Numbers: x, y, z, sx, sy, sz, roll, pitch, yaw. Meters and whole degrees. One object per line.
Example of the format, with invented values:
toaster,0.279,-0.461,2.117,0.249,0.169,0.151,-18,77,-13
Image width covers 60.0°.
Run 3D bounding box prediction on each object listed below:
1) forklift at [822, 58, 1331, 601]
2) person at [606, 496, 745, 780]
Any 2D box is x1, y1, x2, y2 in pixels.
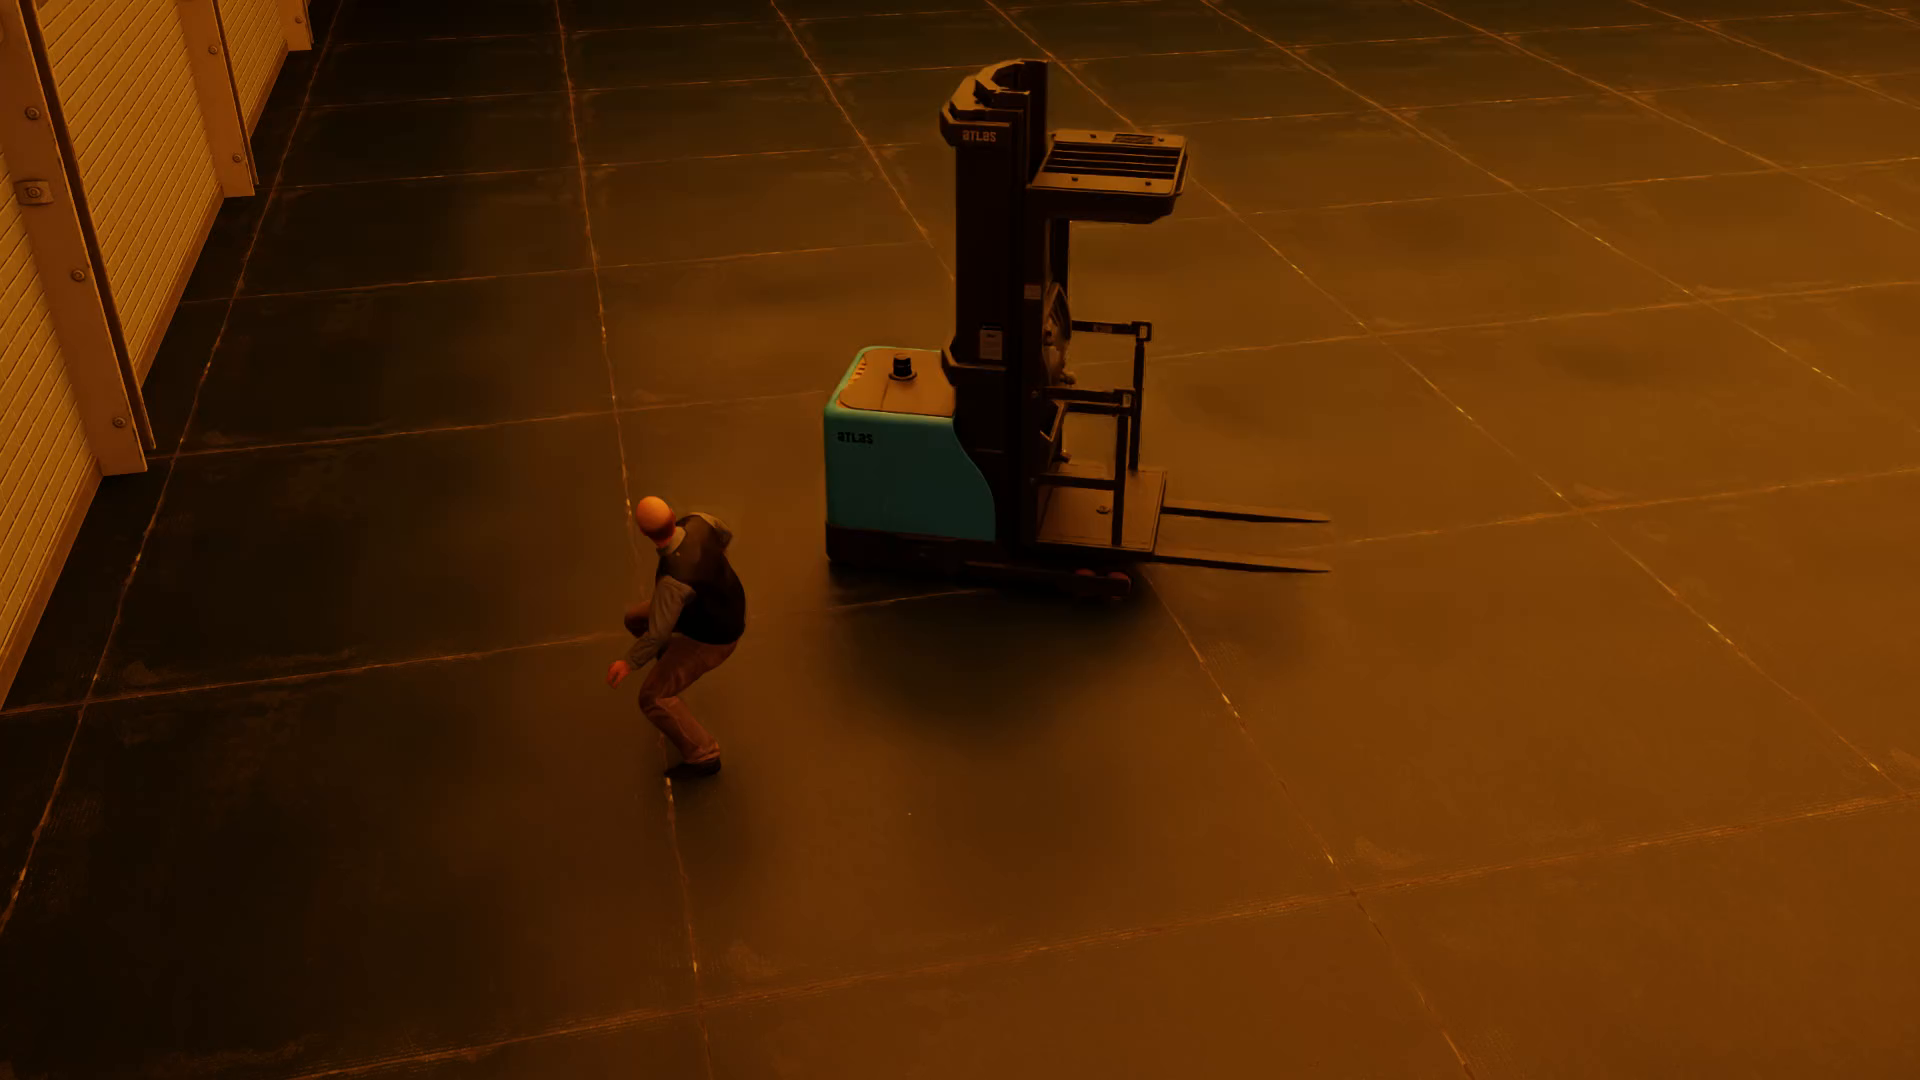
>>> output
forklift,0.747,-1.199,9.646,3.031,2.935,1.130,5,31,9
person,-1.422,0.407,8.377,0.667,1.496,0.775,0,30,-1
